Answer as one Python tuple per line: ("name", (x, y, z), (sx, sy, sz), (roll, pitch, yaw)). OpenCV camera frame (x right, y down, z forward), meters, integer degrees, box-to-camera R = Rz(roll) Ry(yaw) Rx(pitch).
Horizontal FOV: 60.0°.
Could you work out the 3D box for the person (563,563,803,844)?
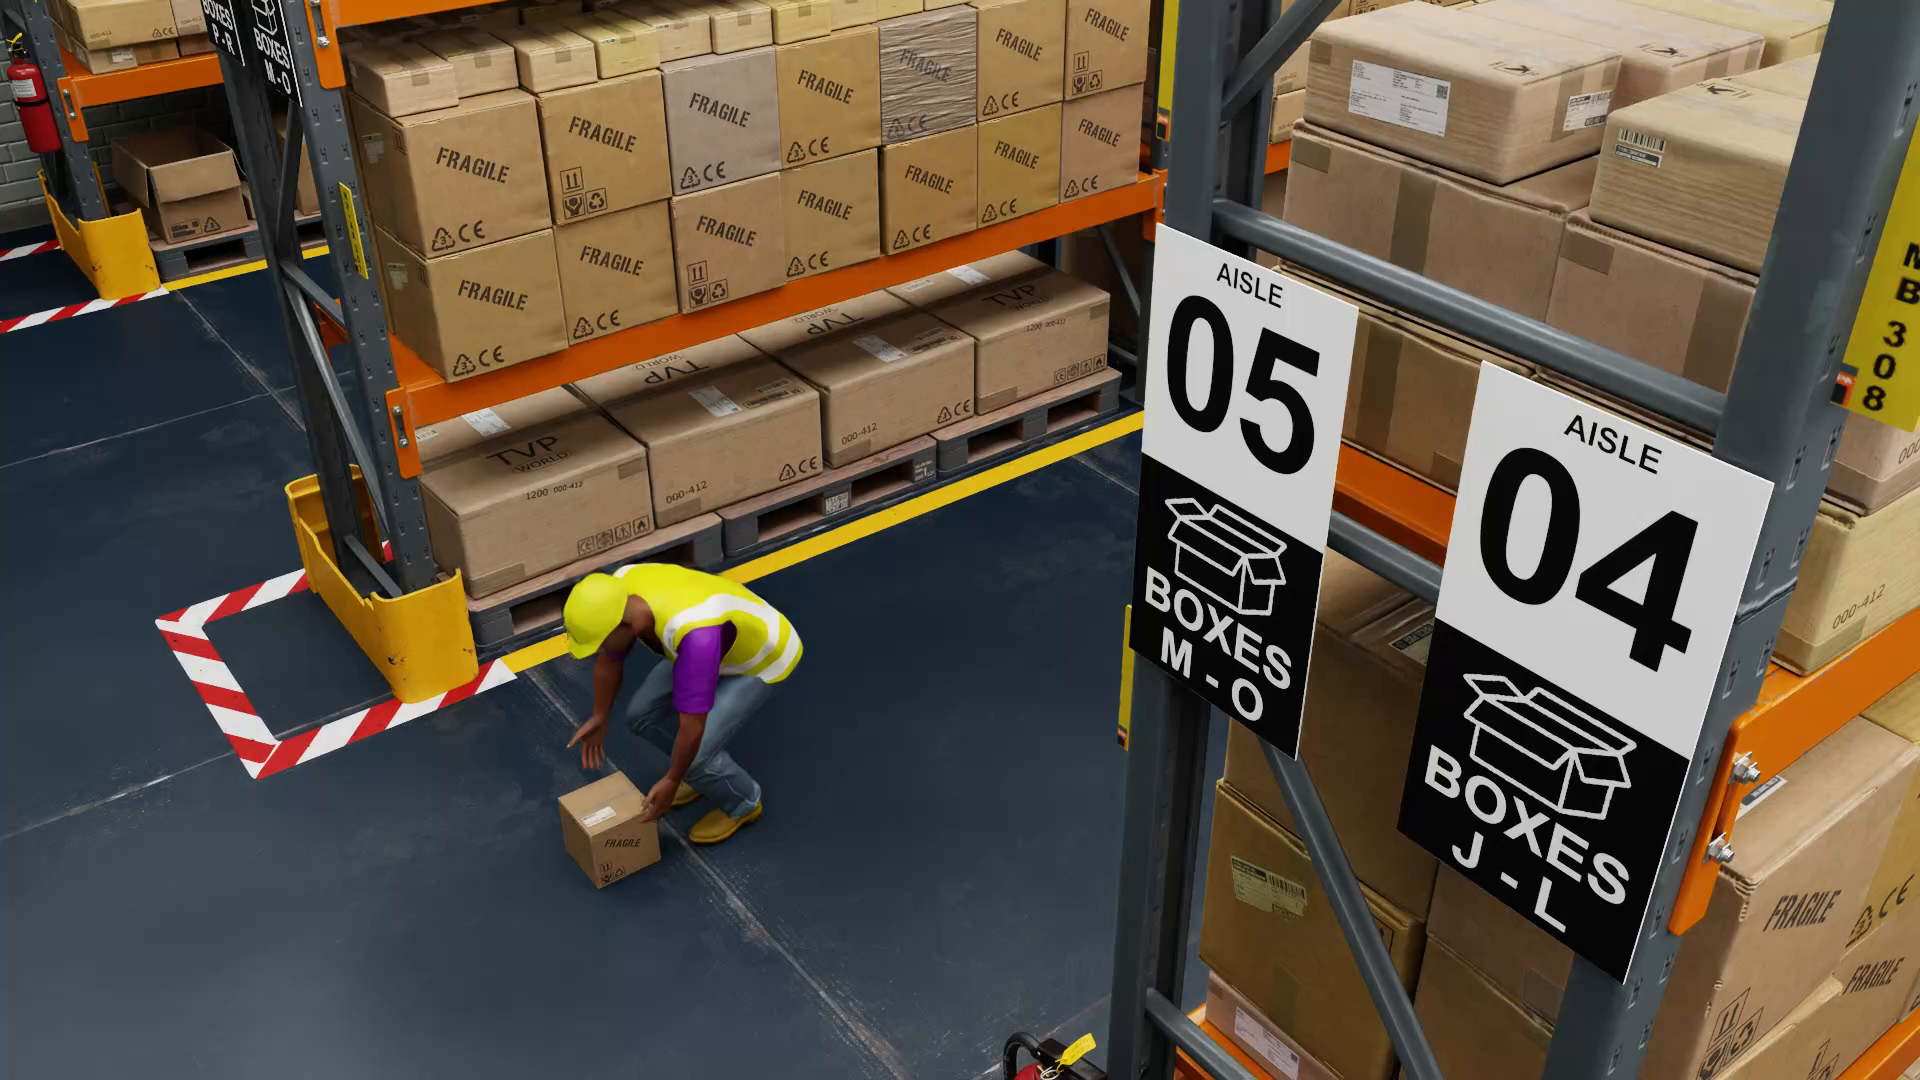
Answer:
("person", (-0.940, 0.525, 5.814), (0.847, 1.196, 0.619), (-22, 38, -31))
